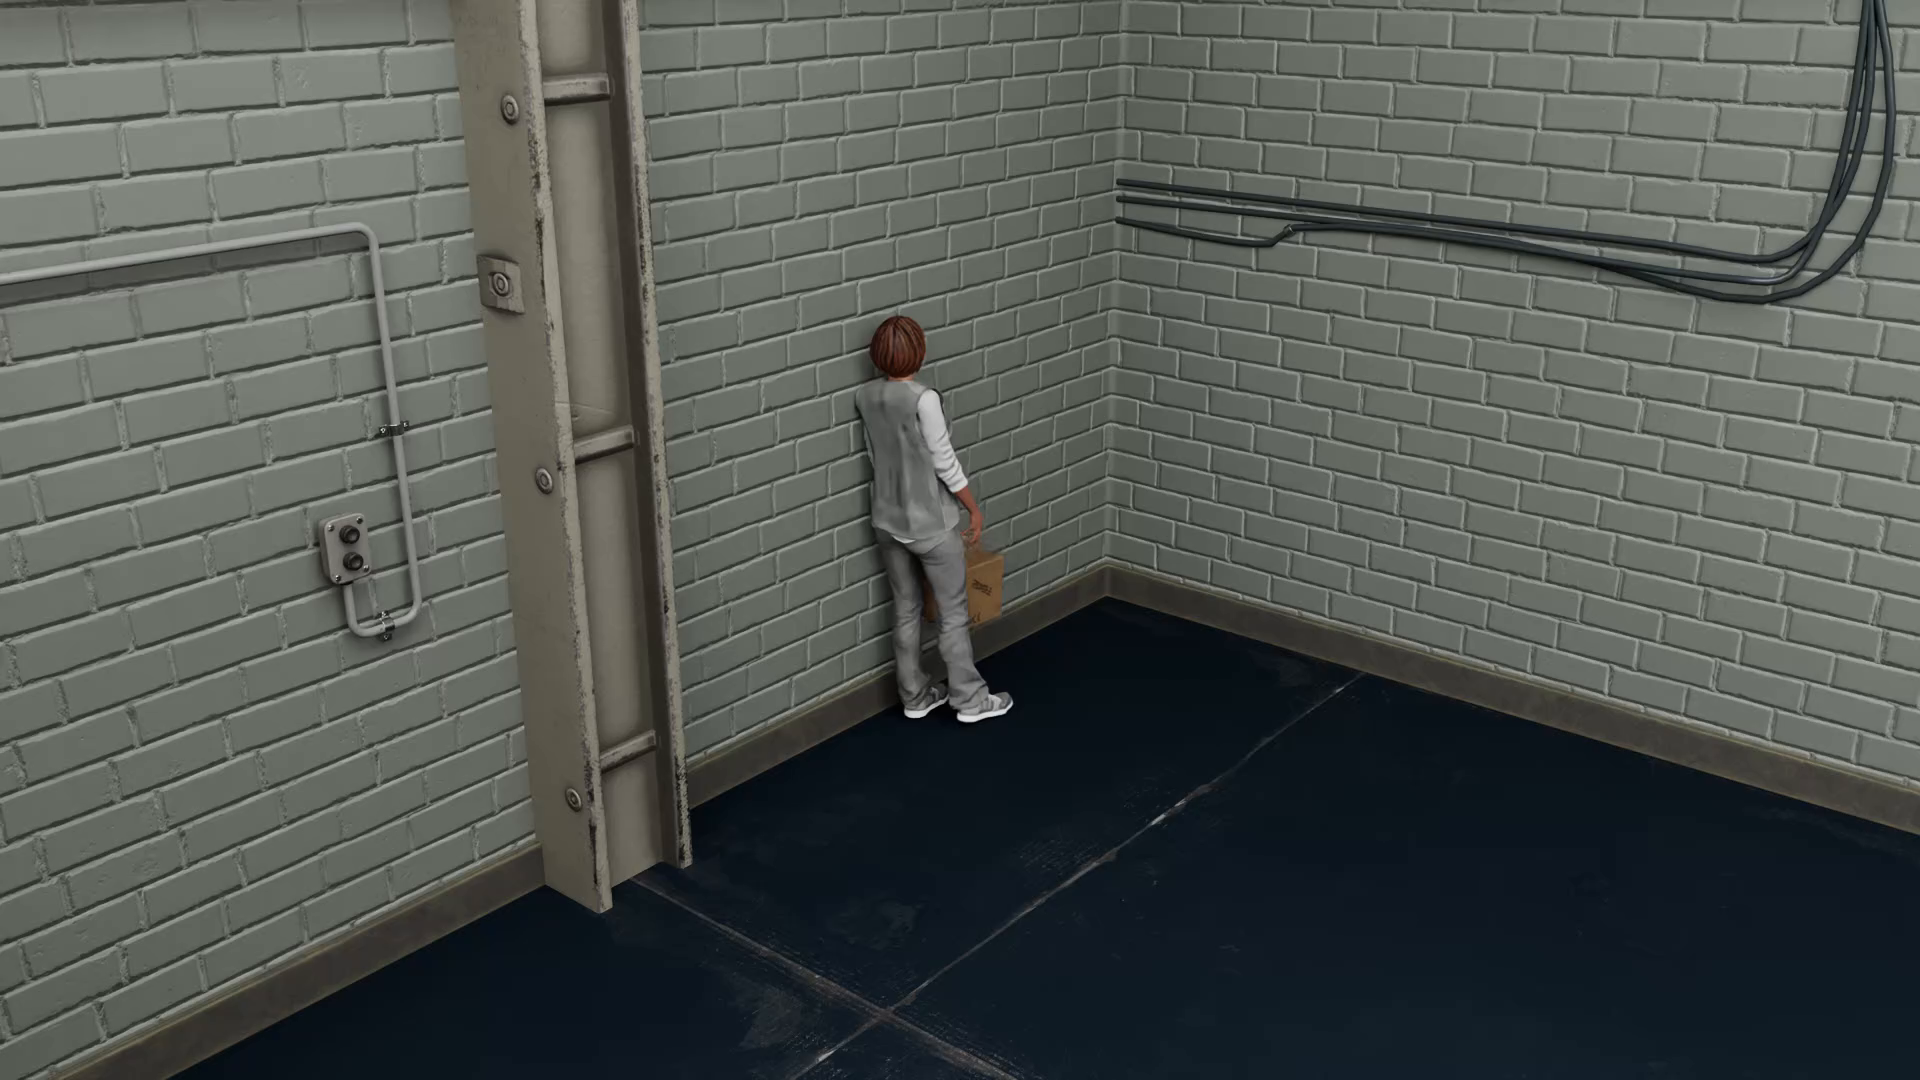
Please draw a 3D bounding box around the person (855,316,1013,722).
[{"bbox_3d":[-0.110,-0.075,6.270,0.501,1.597,0.473,16,26,36],"label":"person"}]
